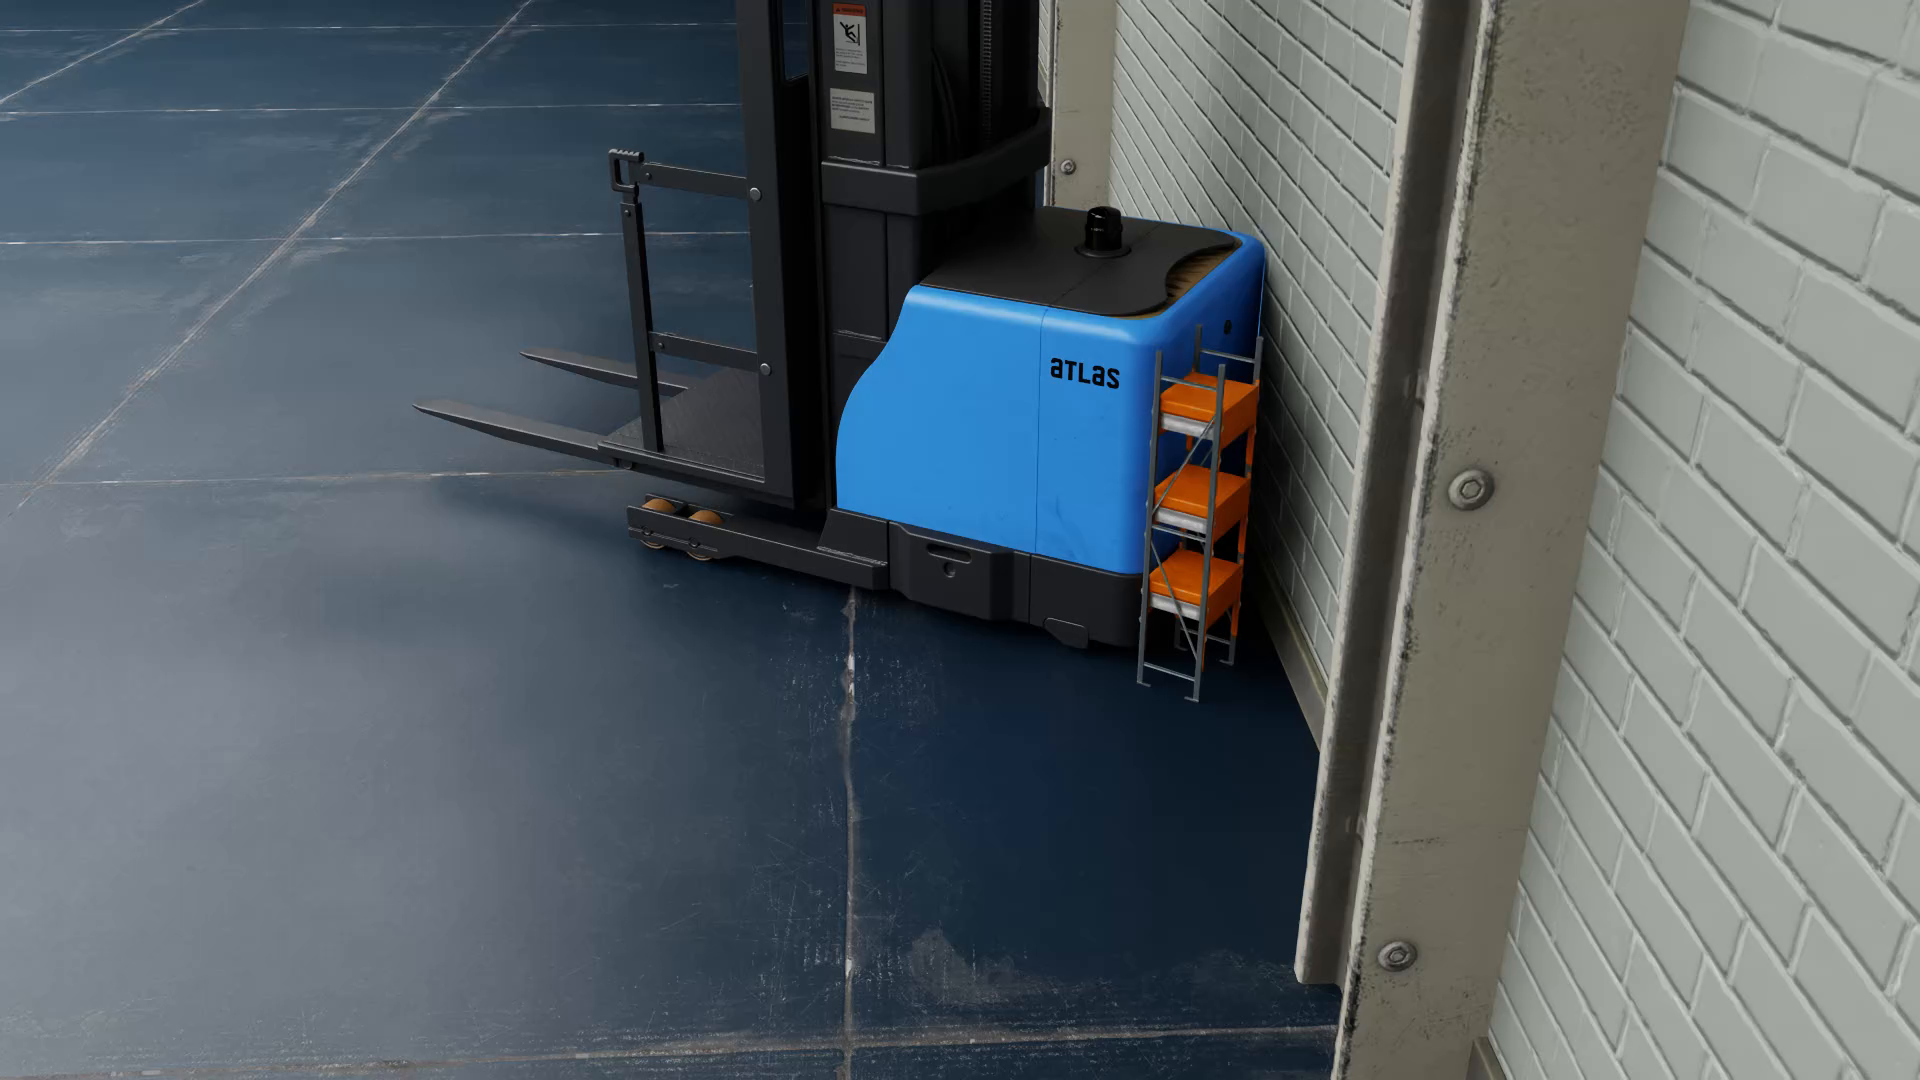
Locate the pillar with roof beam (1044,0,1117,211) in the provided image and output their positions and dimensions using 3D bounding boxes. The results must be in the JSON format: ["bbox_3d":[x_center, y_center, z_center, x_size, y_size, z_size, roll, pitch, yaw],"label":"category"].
[{"bbox_3d":[-3.675,-5.580,6.719,9.100,9.000,0.400,-1,28,-3],"label":"pillar with roof beam"}]

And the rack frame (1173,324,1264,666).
[{"bbox_3d":[0.743,-0.112,4.829,0.200,1.050,0.008,16,32,29],"label":"rack frame"}]

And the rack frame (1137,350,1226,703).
[{"bbox_3d":[0.611,-0.017,4.647,0.200,1.050,0.008,16,32,29],"label":"rack frame"}]

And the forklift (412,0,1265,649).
[{"bbox_3d":[-0.562,-1.432,5.325,3.031,2.935,1.130,13,30,24],"label":"forklift"}]

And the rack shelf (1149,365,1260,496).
[{"bbox_3d":[0.677,-0.307,4.612,0.215,0.259,0.240,16,32,29],"label":"rack shelf"}]

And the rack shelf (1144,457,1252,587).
[{"bbox_3d":[0.677,-0.055,4.743,0.215,0.259,0.240,16,32,29],"label":"rack shelf"}]

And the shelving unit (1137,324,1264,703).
[{"bbox_3d":[0.677,-0.064,4.738,0.215,1.050,0.252,16,32,29],"label":"shelving unit"}]

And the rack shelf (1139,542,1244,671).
[{"bbox_3d":[0.677,0.191,4.872,0.215,0.259,0.240,16,32,29],"label":"rack shelf"}]

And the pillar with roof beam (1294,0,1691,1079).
[{"bbox_3d":[-3.362,-2.810,1.406,9.100,9.000,0.400,-1,28,-3],"label":"pillar with roof beam"}]
